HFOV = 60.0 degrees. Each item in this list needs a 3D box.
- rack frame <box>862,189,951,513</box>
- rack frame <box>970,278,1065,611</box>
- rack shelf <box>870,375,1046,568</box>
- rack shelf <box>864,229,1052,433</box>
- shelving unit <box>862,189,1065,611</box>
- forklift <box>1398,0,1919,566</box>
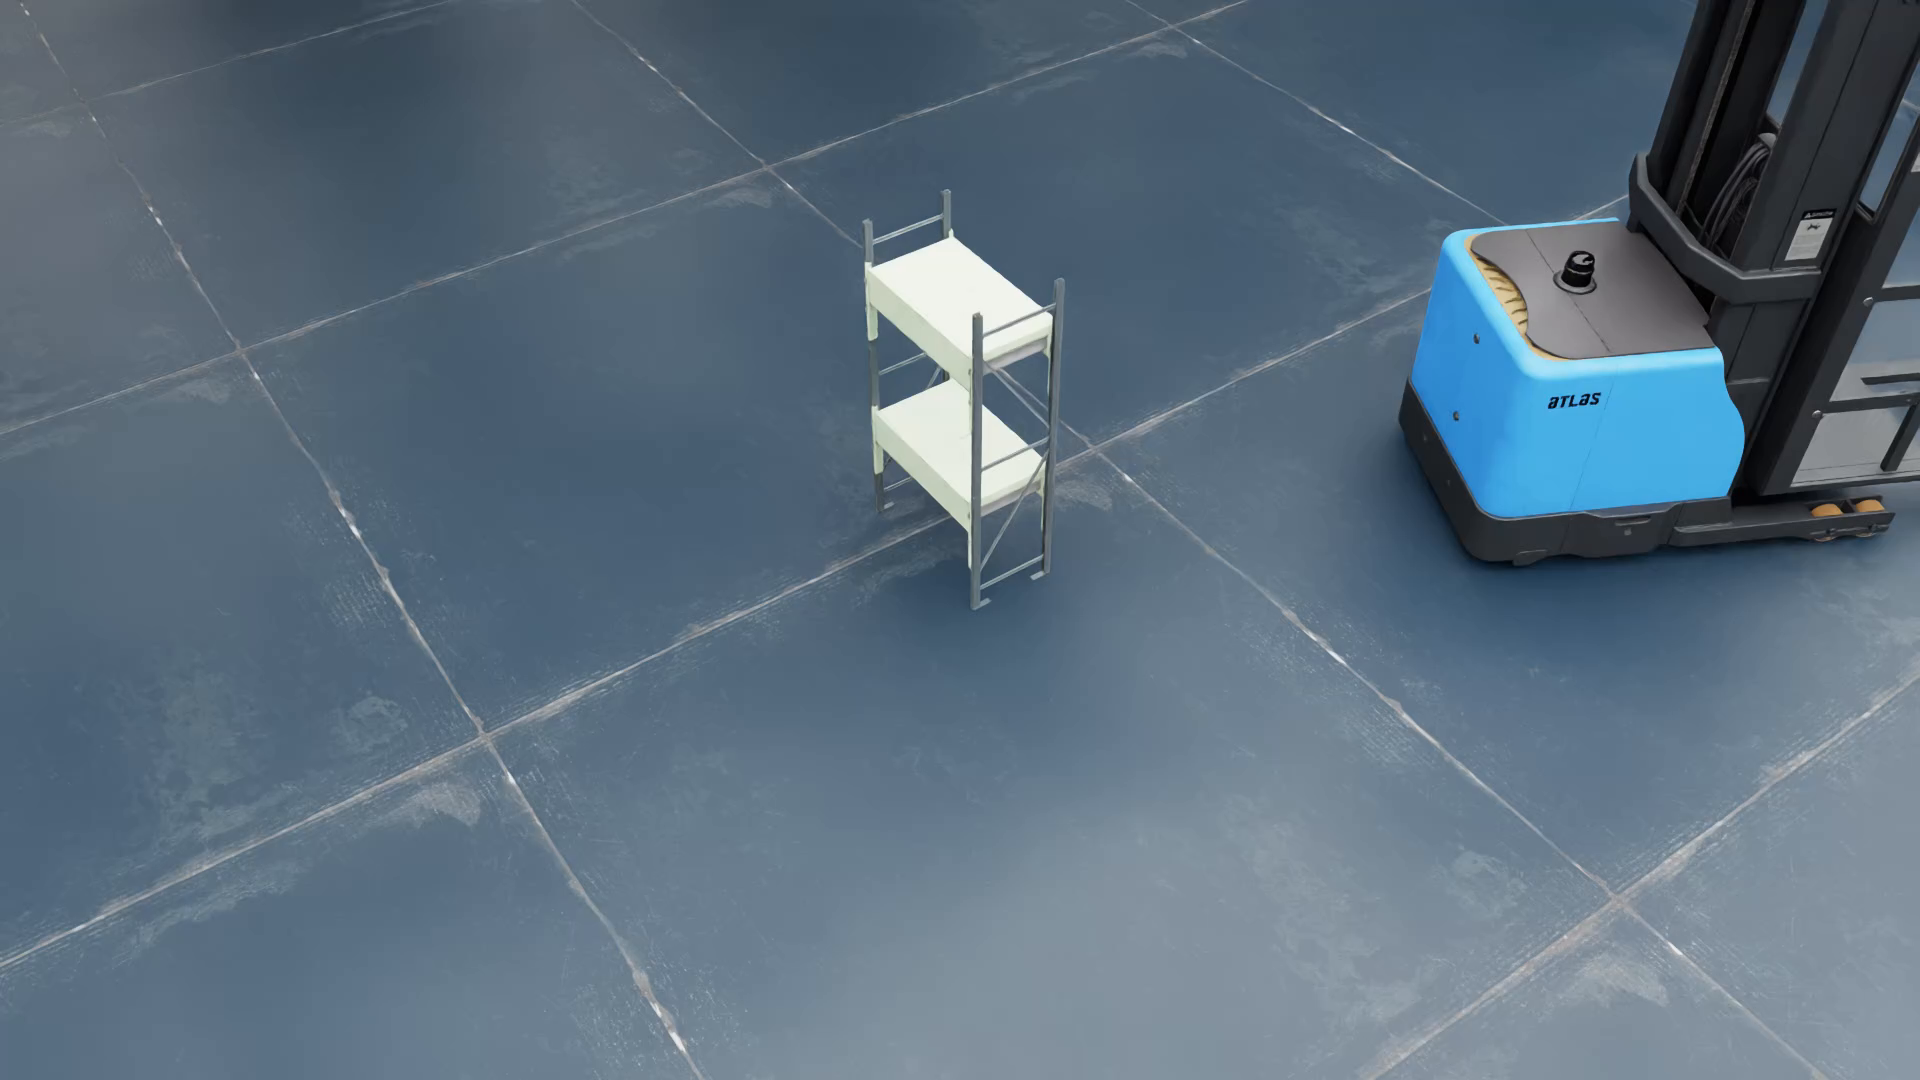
[{"bbox_3d":[-0.206,-0.746,6.936,0.400,1.500,0.023,-26,49,-24],"label":"rack frame"},{"bbox_3d":[0.213,-0.331,6.502,0.400,1.500,0.023,-26,49,-24],"label":"rack frame"},{"bbox_3d":[0.004,-0.303,6.944,0.431,0.370,0.720,-26,49,-24],"label":"rack shelf"},{"bbox_3d":[0.004,-0.821,6.450,0.431,0.370,0.720,-26,49,-24],"label":"rack shelf"},{"bbox_3d":[0.004,-0.539,6.719,0.431,1.500,0.755,-26,49,-24],"label":"shelving unit"},{"bbox_3d":[3.594,-1.413,6.598,3.031,2.935,1.130,-6,44,-6],"label":"forklift"}]
